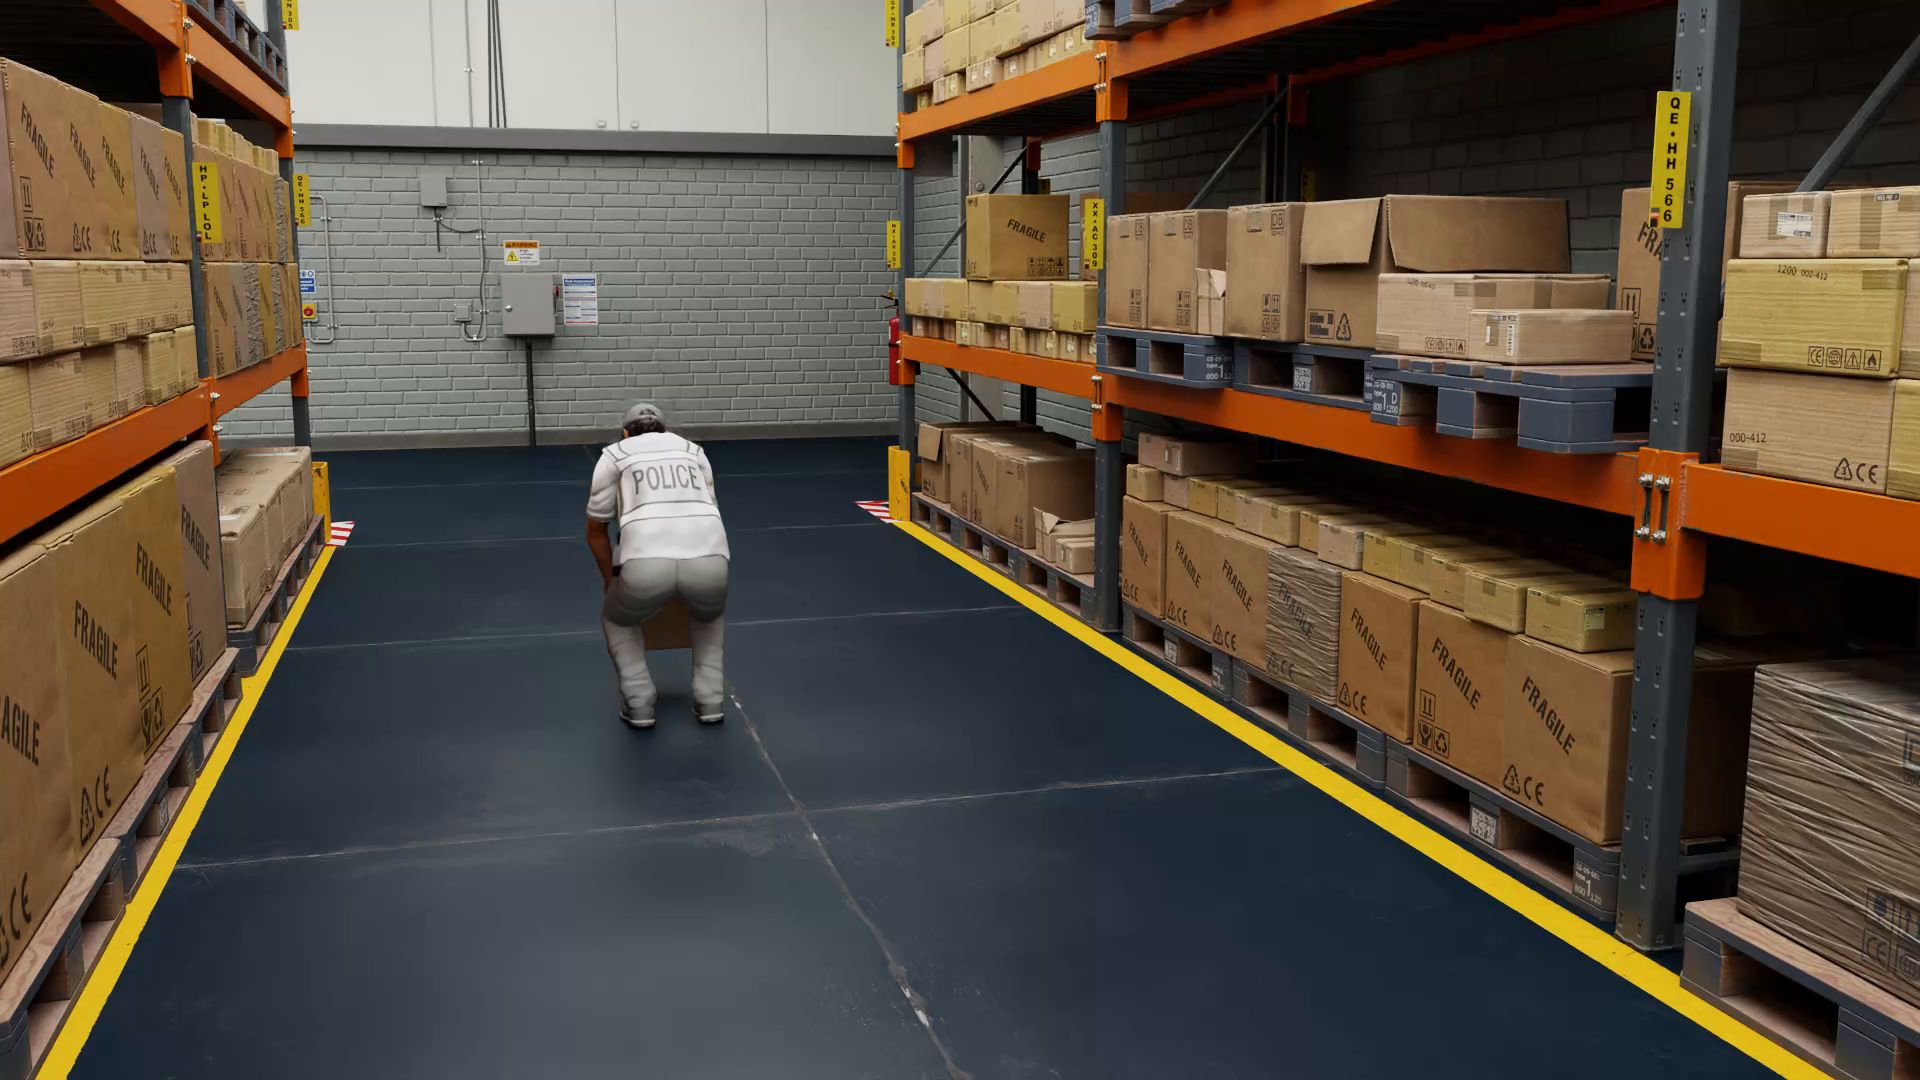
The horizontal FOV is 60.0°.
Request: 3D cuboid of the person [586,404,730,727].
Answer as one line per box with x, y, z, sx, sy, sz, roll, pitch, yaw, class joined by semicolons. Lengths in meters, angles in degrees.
-1.199;0.099;6.606;0.541;1.239;0.794;-3;10;-16;person
